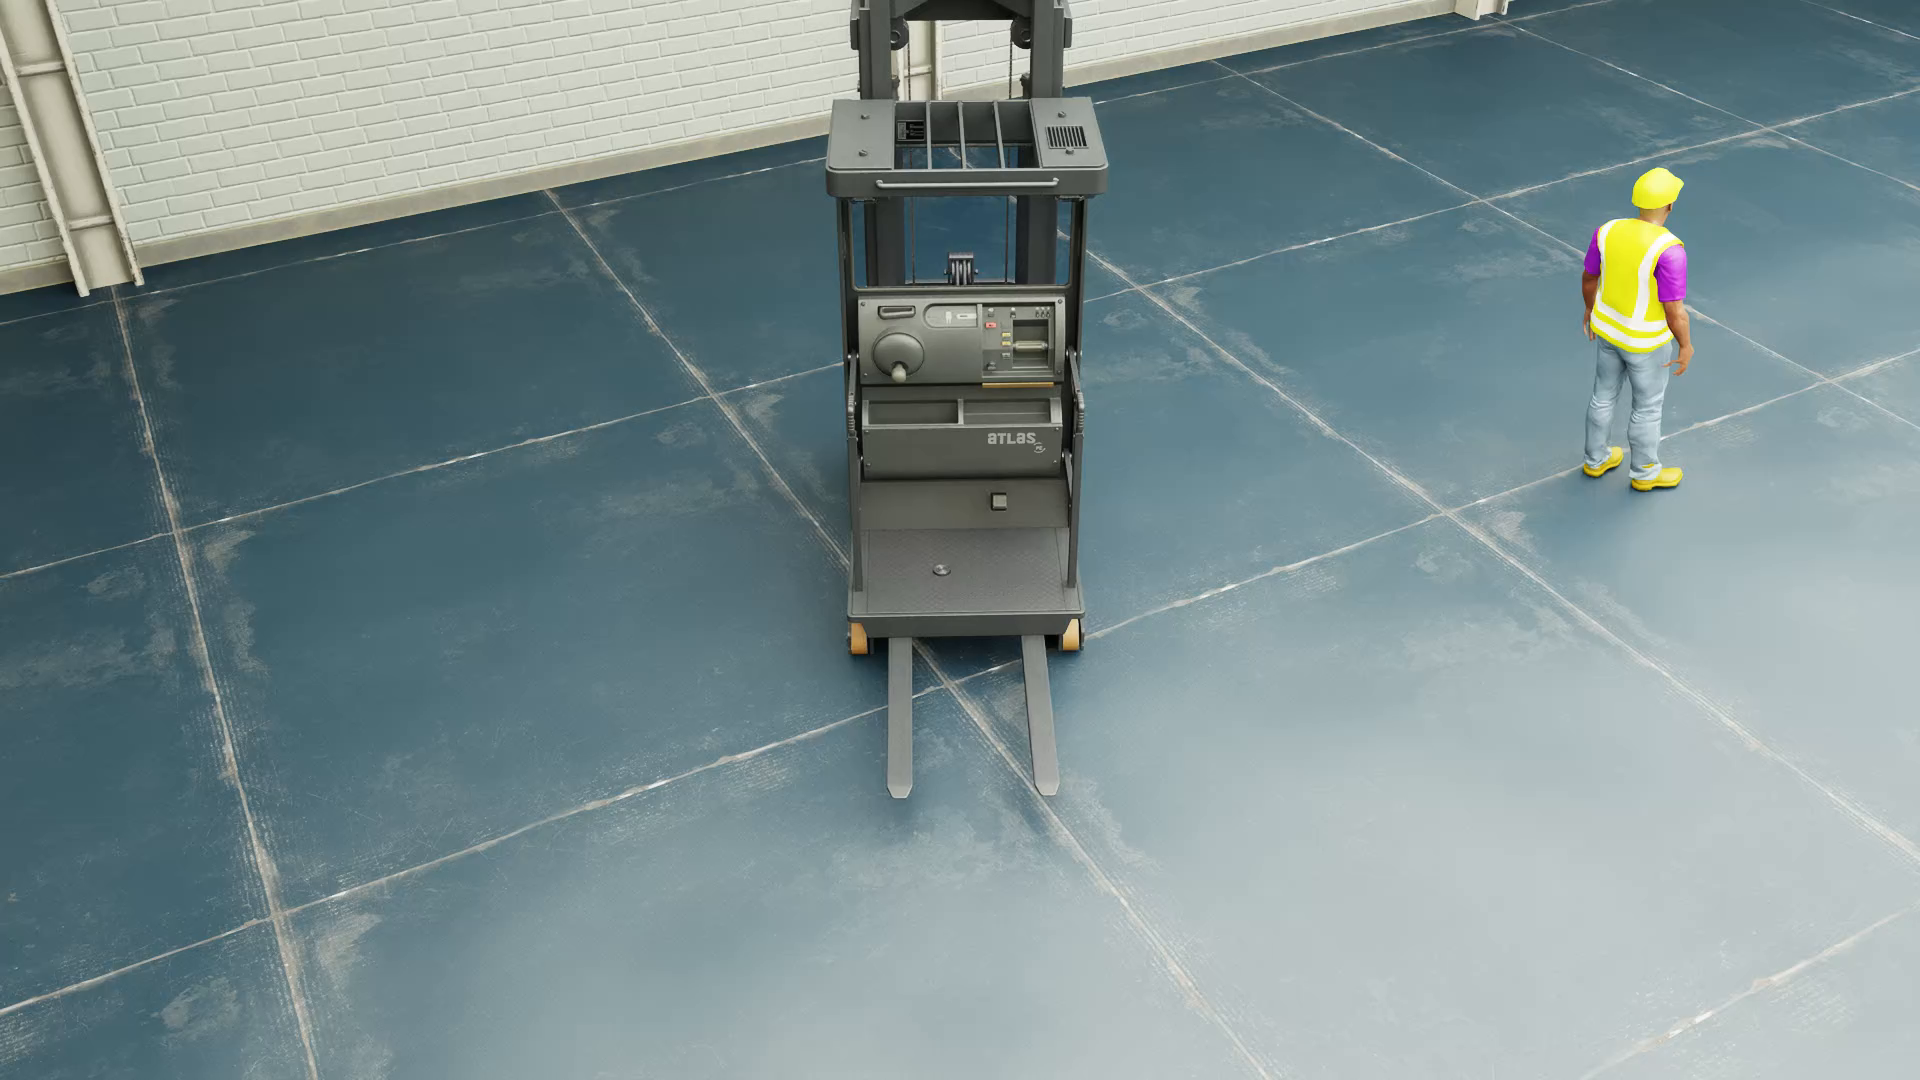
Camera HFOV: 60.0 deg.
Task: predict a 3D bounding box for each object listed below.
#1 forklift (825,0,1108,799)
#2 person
[{"bbox_3d":[0.017,-0.840,7.311,1.130,2.935,3.031,-1,35,-1],"label":"forklift"},{"bbox_3d":[3.567,-1.110,8.690,0.578,1.765,0.666,-19,39,-25],"label":"person"}]
